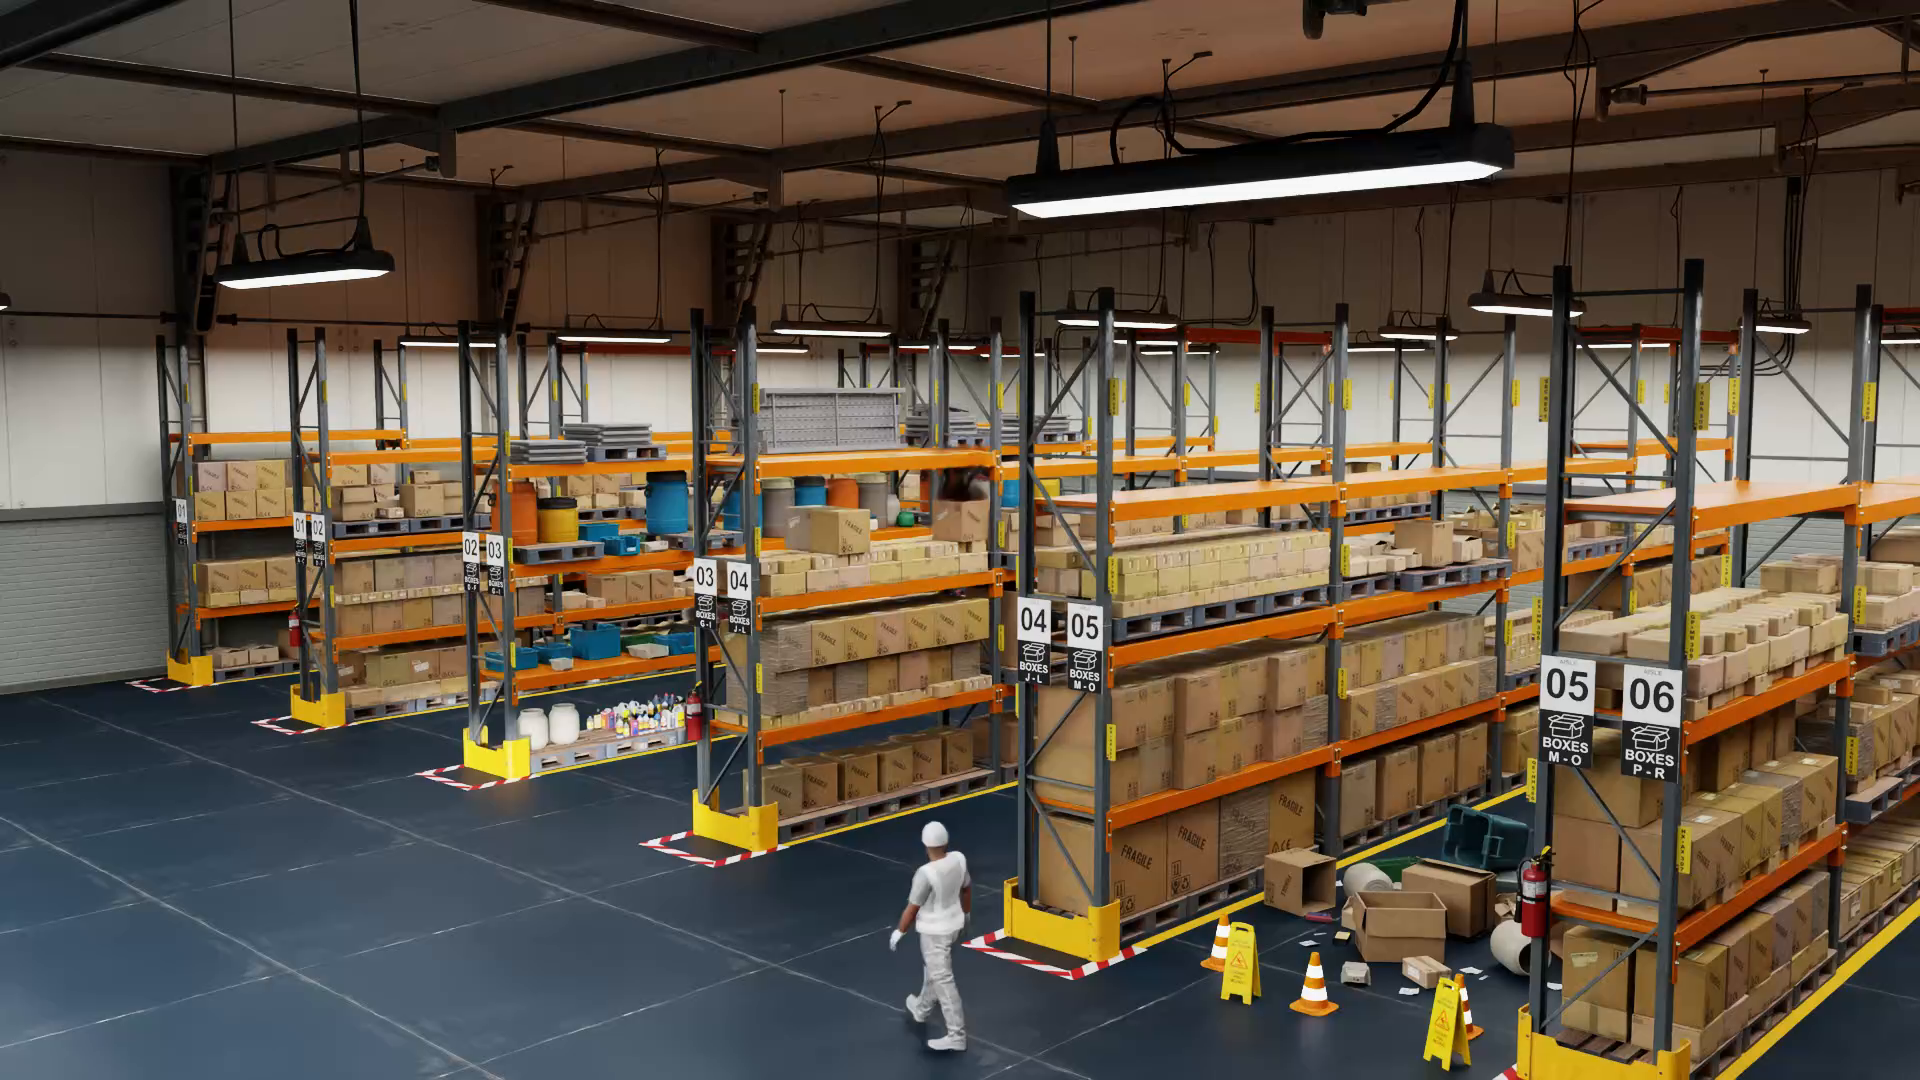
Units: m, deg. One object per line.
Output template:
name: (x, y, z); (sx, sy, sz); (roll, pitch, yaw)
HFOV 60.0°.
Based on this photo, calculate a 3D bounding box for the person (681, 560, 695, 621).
person: (-5.359, 1.146, 33.771); (0.746, 1.763, 0.995); (5, 7, 42)

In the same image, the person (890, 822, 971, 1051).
person: (-0.222, 3.051, 13.125); (0.824, 1.750, 0.679); (3, 6, 30)
